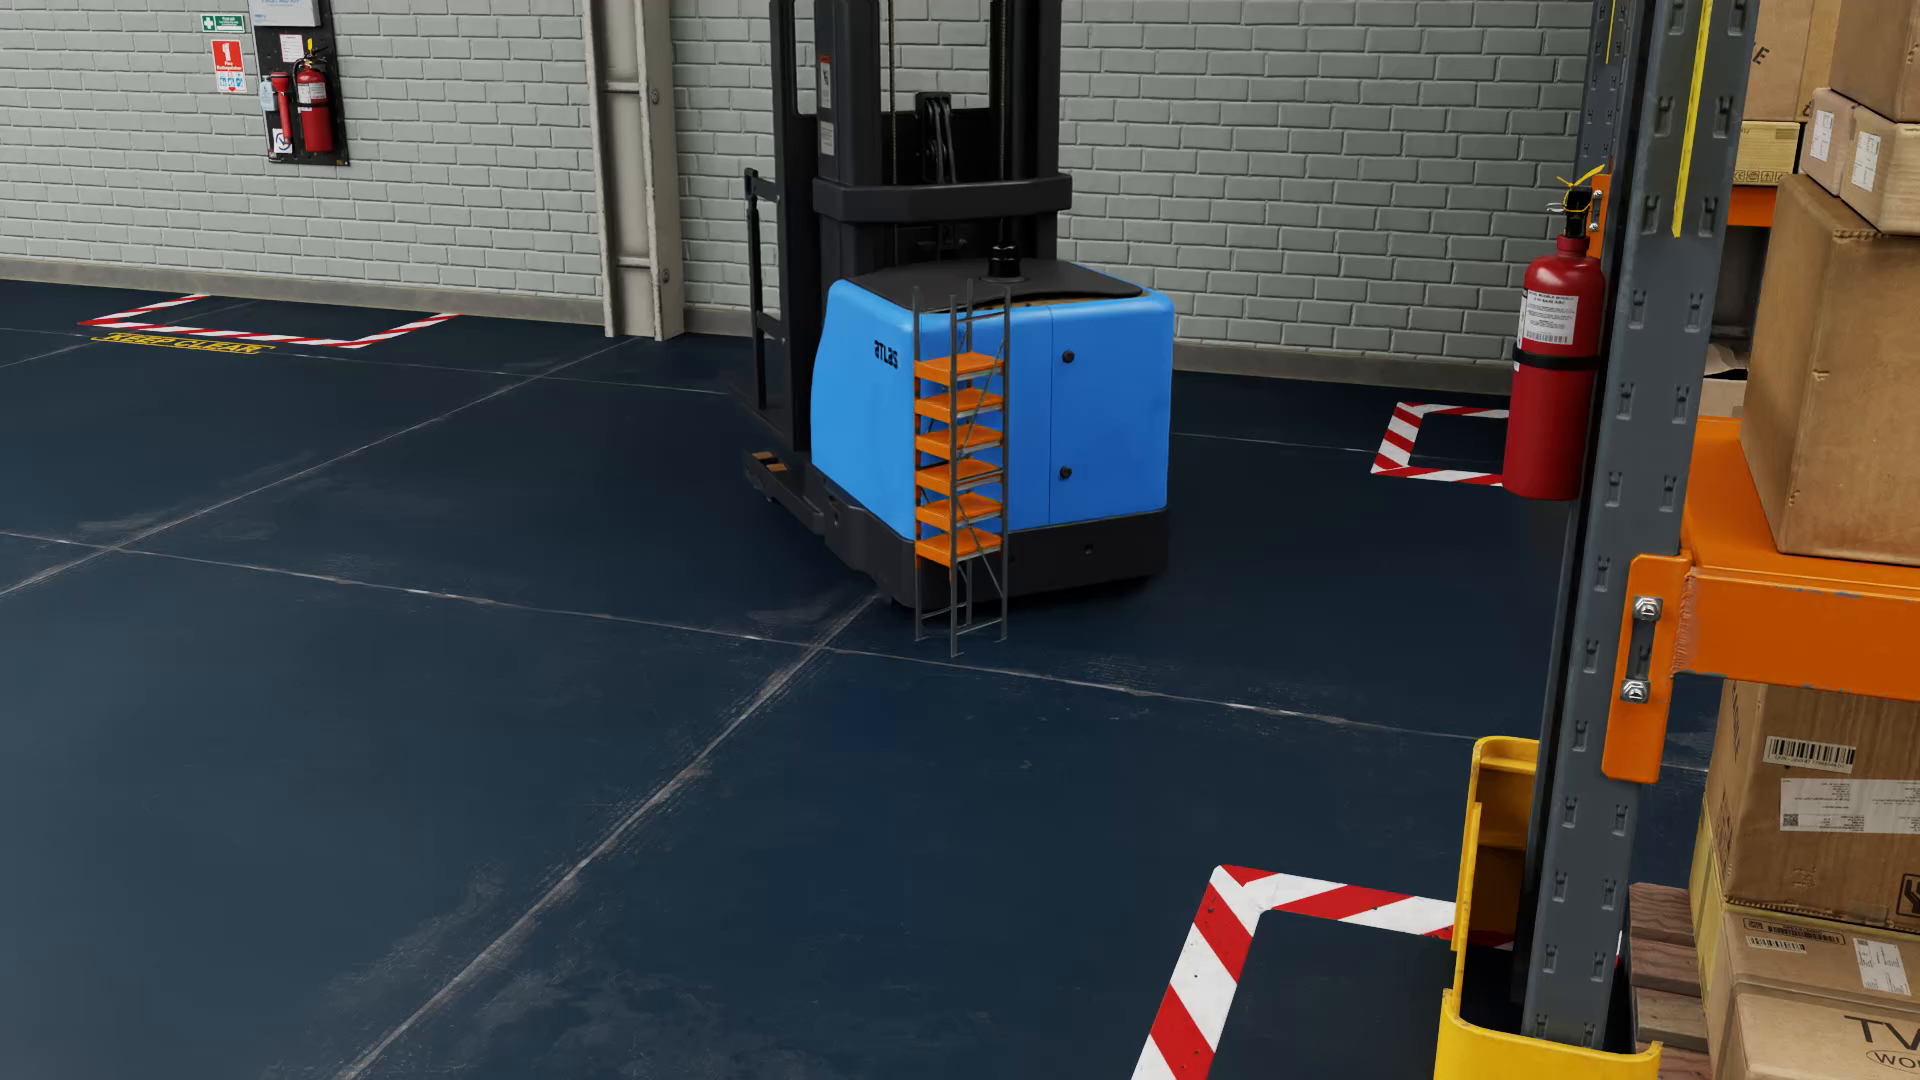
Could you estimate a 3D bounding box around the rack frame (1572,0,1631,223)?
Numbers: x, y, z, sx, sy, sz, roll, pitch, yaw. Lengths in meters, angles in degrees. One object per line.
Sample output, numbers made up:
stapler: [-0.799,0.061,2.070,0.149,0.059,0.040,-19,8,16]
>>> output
rack frame: [2.795,-1.843,7.305,0.127,3.000,1.000,7,20,18]

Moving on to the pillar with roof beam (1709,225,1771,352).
pillar with roof beam: [2.327,-3.530,3.032,0.400,9.000,9.100,7,20,18]

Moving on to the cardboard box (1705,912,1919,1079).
cardboard box: [1.607,0.925,2.904,0.500,0.250,0.500,7,20,18]

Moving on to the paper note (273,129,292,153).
paper note: [-4.394,-2.587,10.780,0.142,0.148,0.016,7,20,18]

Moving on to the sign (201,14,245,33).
sign: [-4.736,-3.318,10.680,0.331,0.109,0.001,7,20,18]

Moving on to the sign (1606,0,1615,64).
sign: [2.617,-2.083,6.679,0.005,0.325,0.100,7,20,18]

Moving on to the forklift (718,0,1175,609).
forklift: [-0.291,-1.593,6.693,1.130,2.935,3.031,-8,21,-22]

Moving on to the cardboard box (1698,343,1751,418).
cardboard box: [3.419,-0.678,7.381,0.500,0.311,0.500,4,20,12]

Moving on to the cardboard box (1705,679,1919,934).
cardboard box: [1.777,0.409,3.245,0.500,0.500,0.500,7,20,18]

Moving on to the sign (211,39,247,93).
sign: [-4.738,-3.071,10.776,0.234,0.329,0.001,7,20,18]

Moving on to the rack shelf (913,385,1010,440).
rack shelf: [0.005,-0.411,5.338,0.258,0.103,0.180,-16,25,-37]

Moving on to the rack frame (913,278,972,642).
rack frame: [-0.054,-0.249,5.469,0.240,1.200,0.006,-16,25,-37]

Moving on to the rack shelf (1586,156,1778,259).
rack shelf: [4.684,-1.287,6.804,4.000,0.370,1.077,7,20,18]

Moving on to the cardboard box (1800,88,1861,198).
cardboard box: [1.596,-0.673,2.814,0.250,0.149,0.380,6,20,17]

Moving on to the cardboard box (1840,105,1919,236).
cardboard box: [1.473,-0.546,2.448,0.250,0.149,0.380,6,20,18]

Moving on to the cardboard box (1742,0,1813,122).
cardboard box: [3.147,-1.990,6.787,0.500,0.500,0.500,7,20,18]

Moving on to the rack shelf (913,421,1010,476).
rack shelf: [0.005,-0.298,5.378,0.258,0.103,0.180,-16,25,-37]

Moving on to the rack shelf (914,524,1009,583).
rack shelf: [0.005,0.042,5.496,0.258,0.103,0.180,-16,25,-37]

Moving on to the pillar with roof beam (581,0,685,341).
pillar with roof beam: [-3.340,-4.178,4.892,0.400,9.000,9.100,7,20,18]

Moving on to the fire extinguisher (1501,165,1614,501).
fire extinguisher: [1.214,-0.423,3.349,0.183,0.674,0.296,7,20,18]

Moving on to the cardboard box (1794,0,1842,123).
cardboard box: [3.611,-1.934,6.625,0.500,0.500,0.500,7,20,18]

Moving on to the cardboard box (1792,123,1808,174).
cardboard box: [3.647,-1.578,6.744,0.500,0.250,0.500,6,20,16]

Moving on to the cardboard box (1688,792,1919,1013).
cardboard box: [1.776,0.764,3.366,0.500,0.250,0.500,7,20,18]

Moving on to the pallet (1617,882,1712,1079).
pallet: [1.909,1.084,3.145,1.213,0.211,1.003,7,20,18]

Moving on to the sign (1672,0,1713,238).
sign: [0.985,-0.576,2.237,0.005,0.325,0.100,7,20,18]

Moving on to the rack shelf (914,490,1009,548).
rack shelf: [0.005,-0.071,5.457,0.258,0.103,0.180,-16,25,-37]

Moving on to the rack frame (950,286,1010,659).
rack frame: [0.064,-0.203,5.337,0.240,1.200,0.006,-16,25,-37]

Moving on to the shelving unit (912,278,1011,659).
shelving unit: [0.005,-0.226,5.403,0.258,1.200,0.189,-16,25,-37]

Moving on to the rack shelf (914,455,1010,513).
rack shelf: [0.005,-0.184,5.417,0.258,0.103,0.180,-16,25,-37]

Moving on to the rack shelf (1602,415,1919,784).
rack shelf: [3.062,0.254,2.384,4.000,0.370,1.077,7,20,18]

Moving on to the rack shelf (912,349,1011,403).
rack shelf: [0.005,-0.524,5.299,0.258,0.103,0.180,-16,25,-37]

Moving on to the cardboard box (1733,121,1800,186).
cardboard box: [3.152,-1.630,6.892,0.500,0.250,0.500,6,20,16]

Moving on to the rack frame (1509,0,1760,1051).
rack frame: [1.173,-0.302,2.885,0.127,3.000,1.000,7,20,18]

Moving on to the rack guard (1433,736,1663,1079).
rack guard: [1.150,0.876,3.304,0.348,0.500,1.175,7,20,18]

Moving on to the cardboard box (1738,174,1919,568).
cardboard box: [1.610,-0.295,2.713,0.500,0.500,0.700,7,20,18]

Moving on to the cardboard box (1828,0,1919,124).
cardboard box: [1.660,-0.902,2.483,0.500,0.500,0.700,7,20,18]

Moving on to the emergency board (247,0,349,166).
emergency board: [-4.249,-2.963,10.519,0.643,1.169,0.194,7,20,18]
